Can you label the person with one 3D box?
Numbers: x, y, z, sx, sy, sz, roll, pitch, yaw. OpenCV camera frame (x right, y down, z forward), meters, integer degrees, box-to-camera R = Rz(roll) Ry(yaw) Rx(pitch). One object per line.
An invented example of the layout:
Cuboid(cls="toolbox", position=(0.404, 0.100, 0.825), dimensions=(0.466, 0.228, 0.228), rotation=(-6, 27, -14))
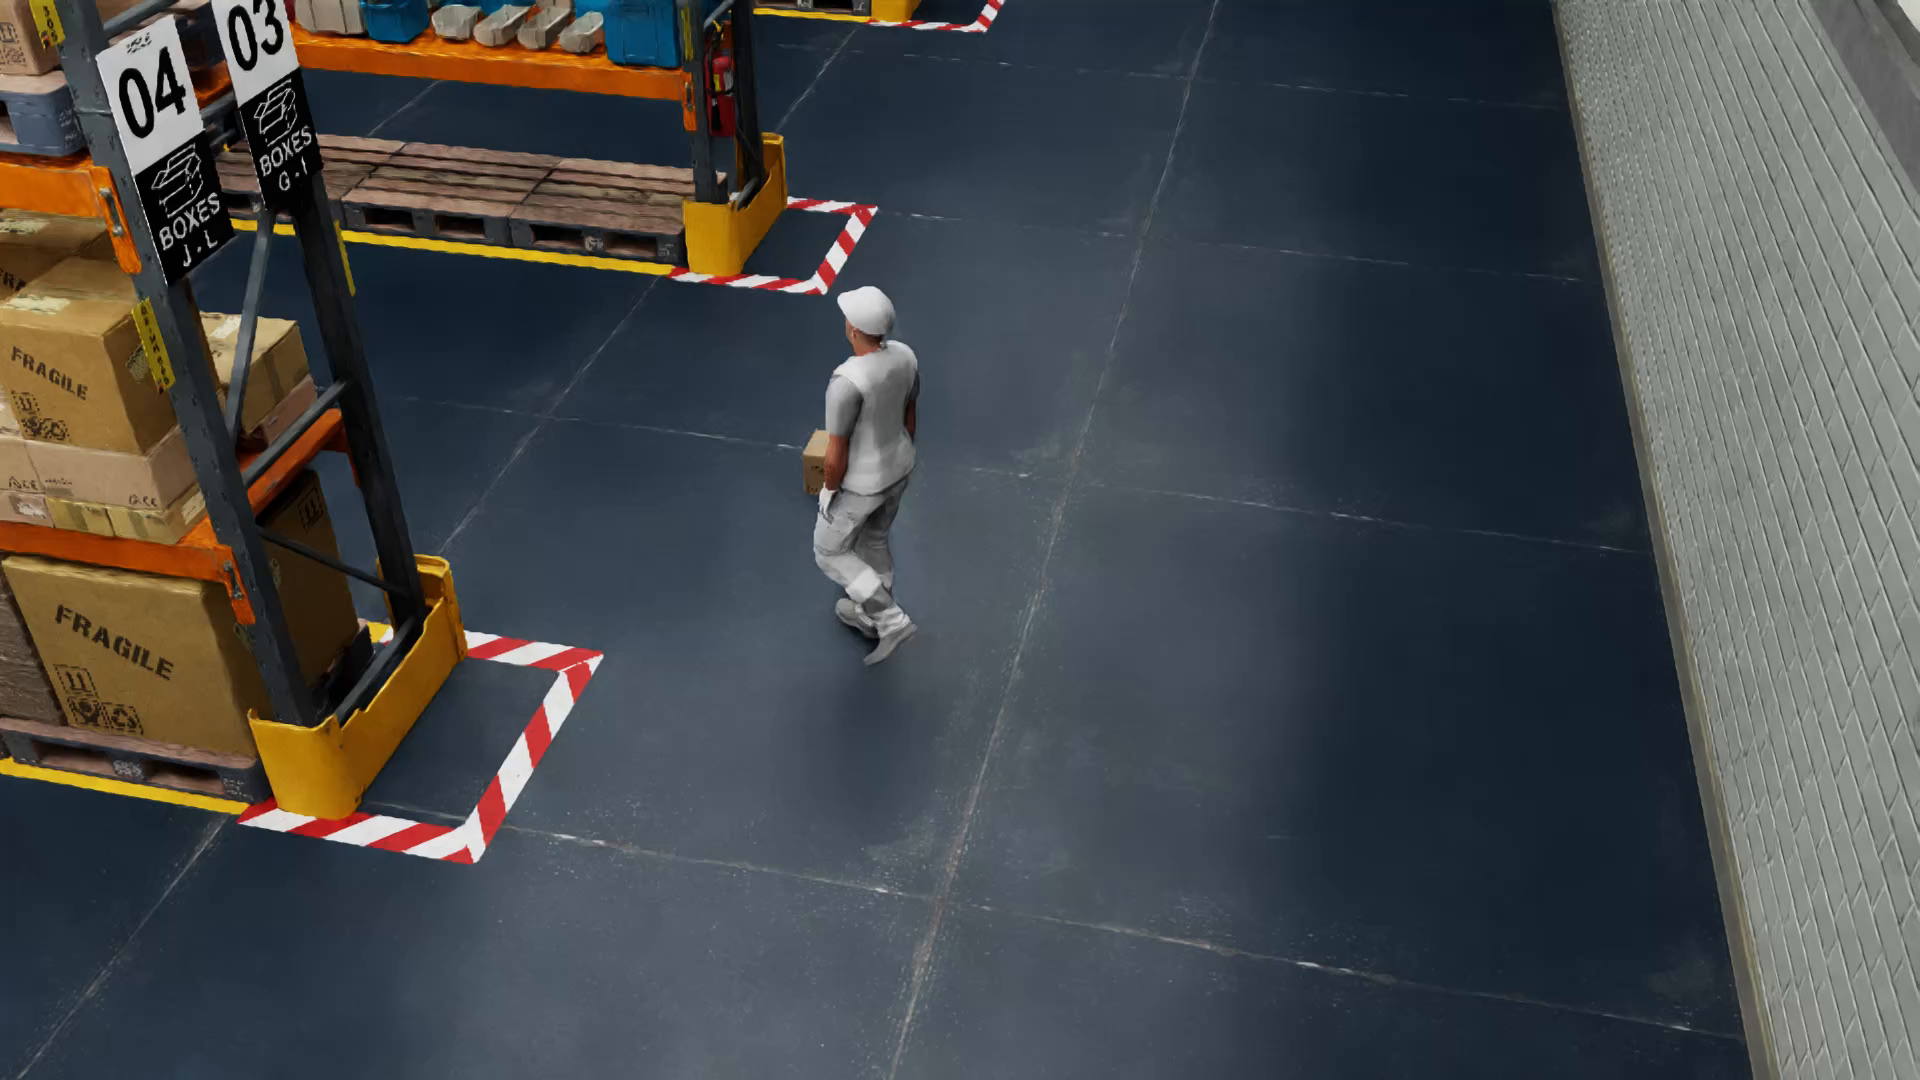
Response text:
Cuboid(cls="person", position=(-0.361, -0.266, 7.279), dimensions=(0.607, 1.785, 0.576), rotation=(26, 43, 31))
